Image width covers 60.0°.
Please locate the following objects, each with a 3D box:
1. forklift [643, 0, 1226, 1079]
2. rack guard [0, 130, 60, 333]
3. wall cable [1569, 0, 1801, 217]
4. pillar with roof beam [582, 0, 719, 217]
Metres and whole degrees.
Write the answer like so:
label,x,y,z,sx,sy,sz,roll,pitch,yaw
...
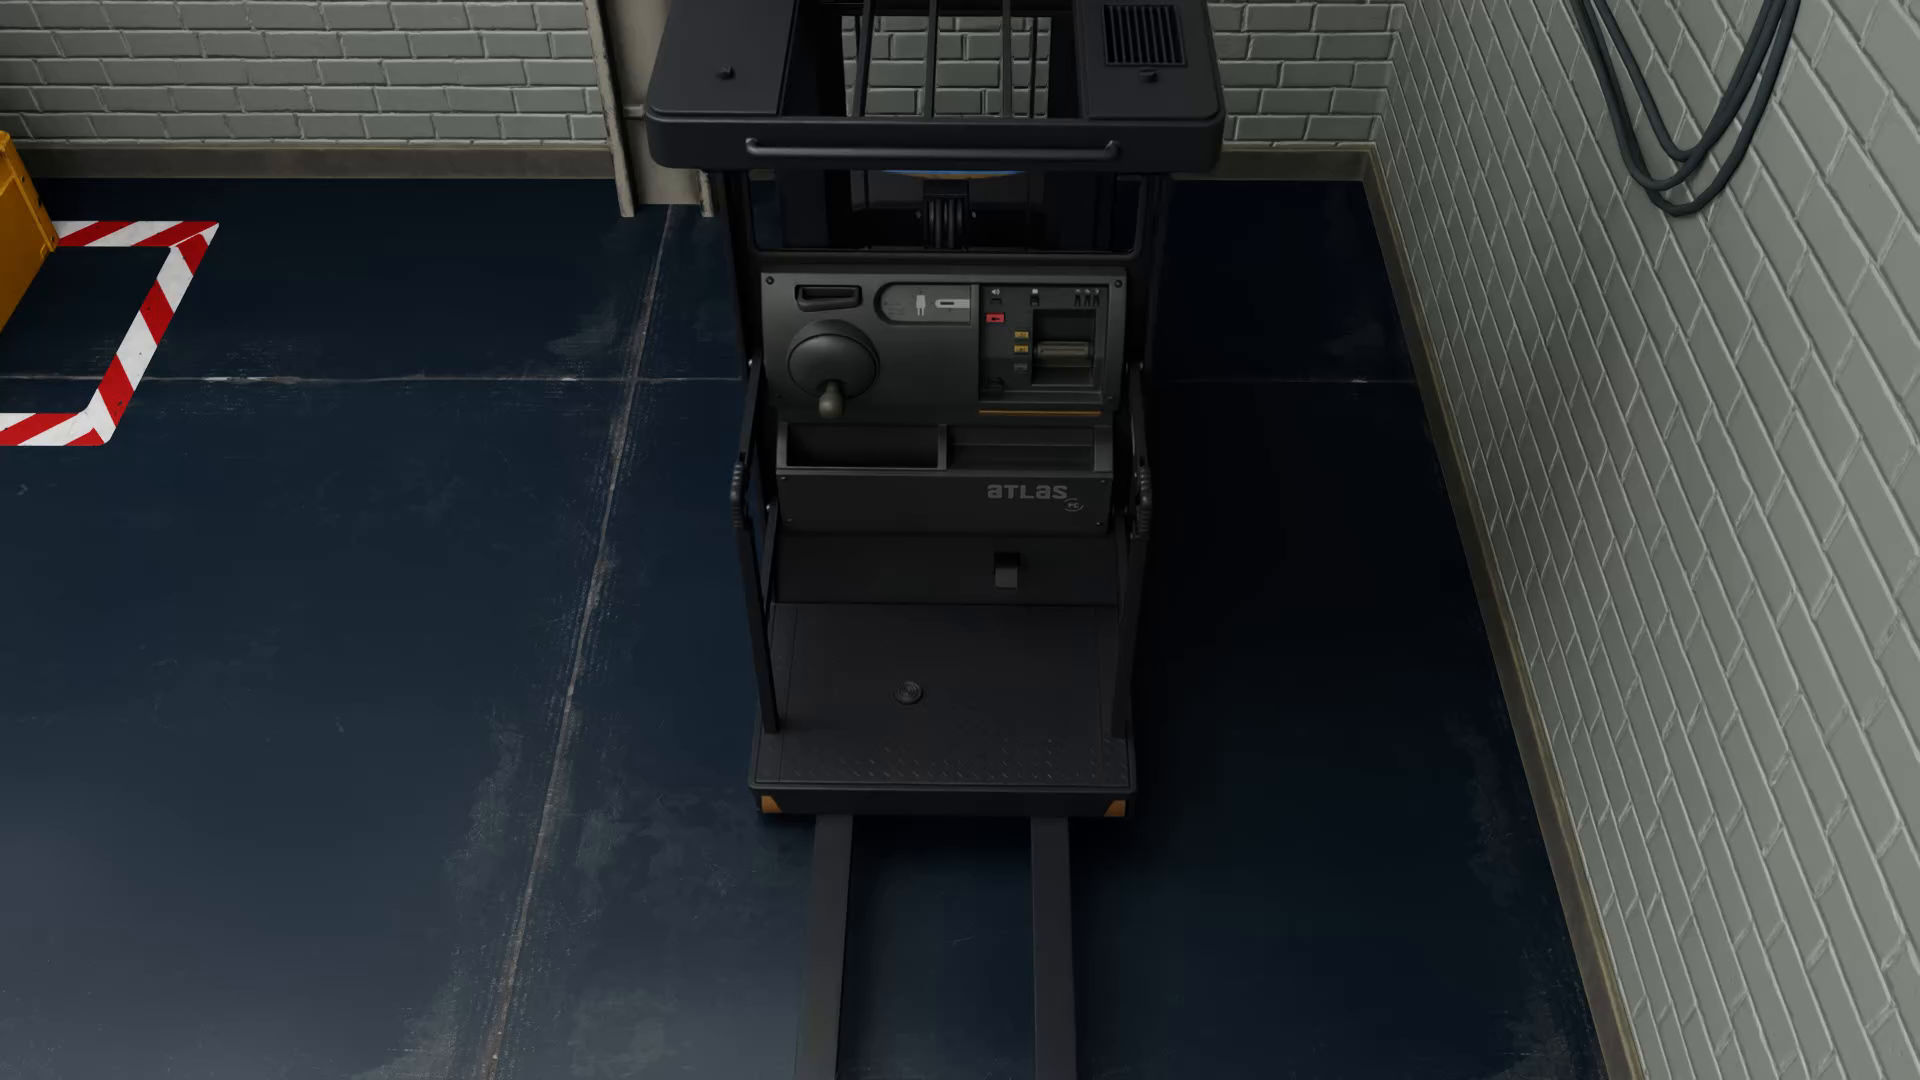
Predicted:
label,x,y,z,sx,sy,sz,roll,pitch,yaw
forklift,-0.042,-0.409,4.128,1.130,2.935,3.031,1,47,1
rack guard,-3.911,-1.022,6.359,0.348,0.500,1.175,0,47,0
wall cable,1.720,-2.582,4.127,0.112,2.526,3.097,0,47,0
pillar with roof beam,-1.247,-1.392,0.898,0.400,9.000,9.100,0,47,0
